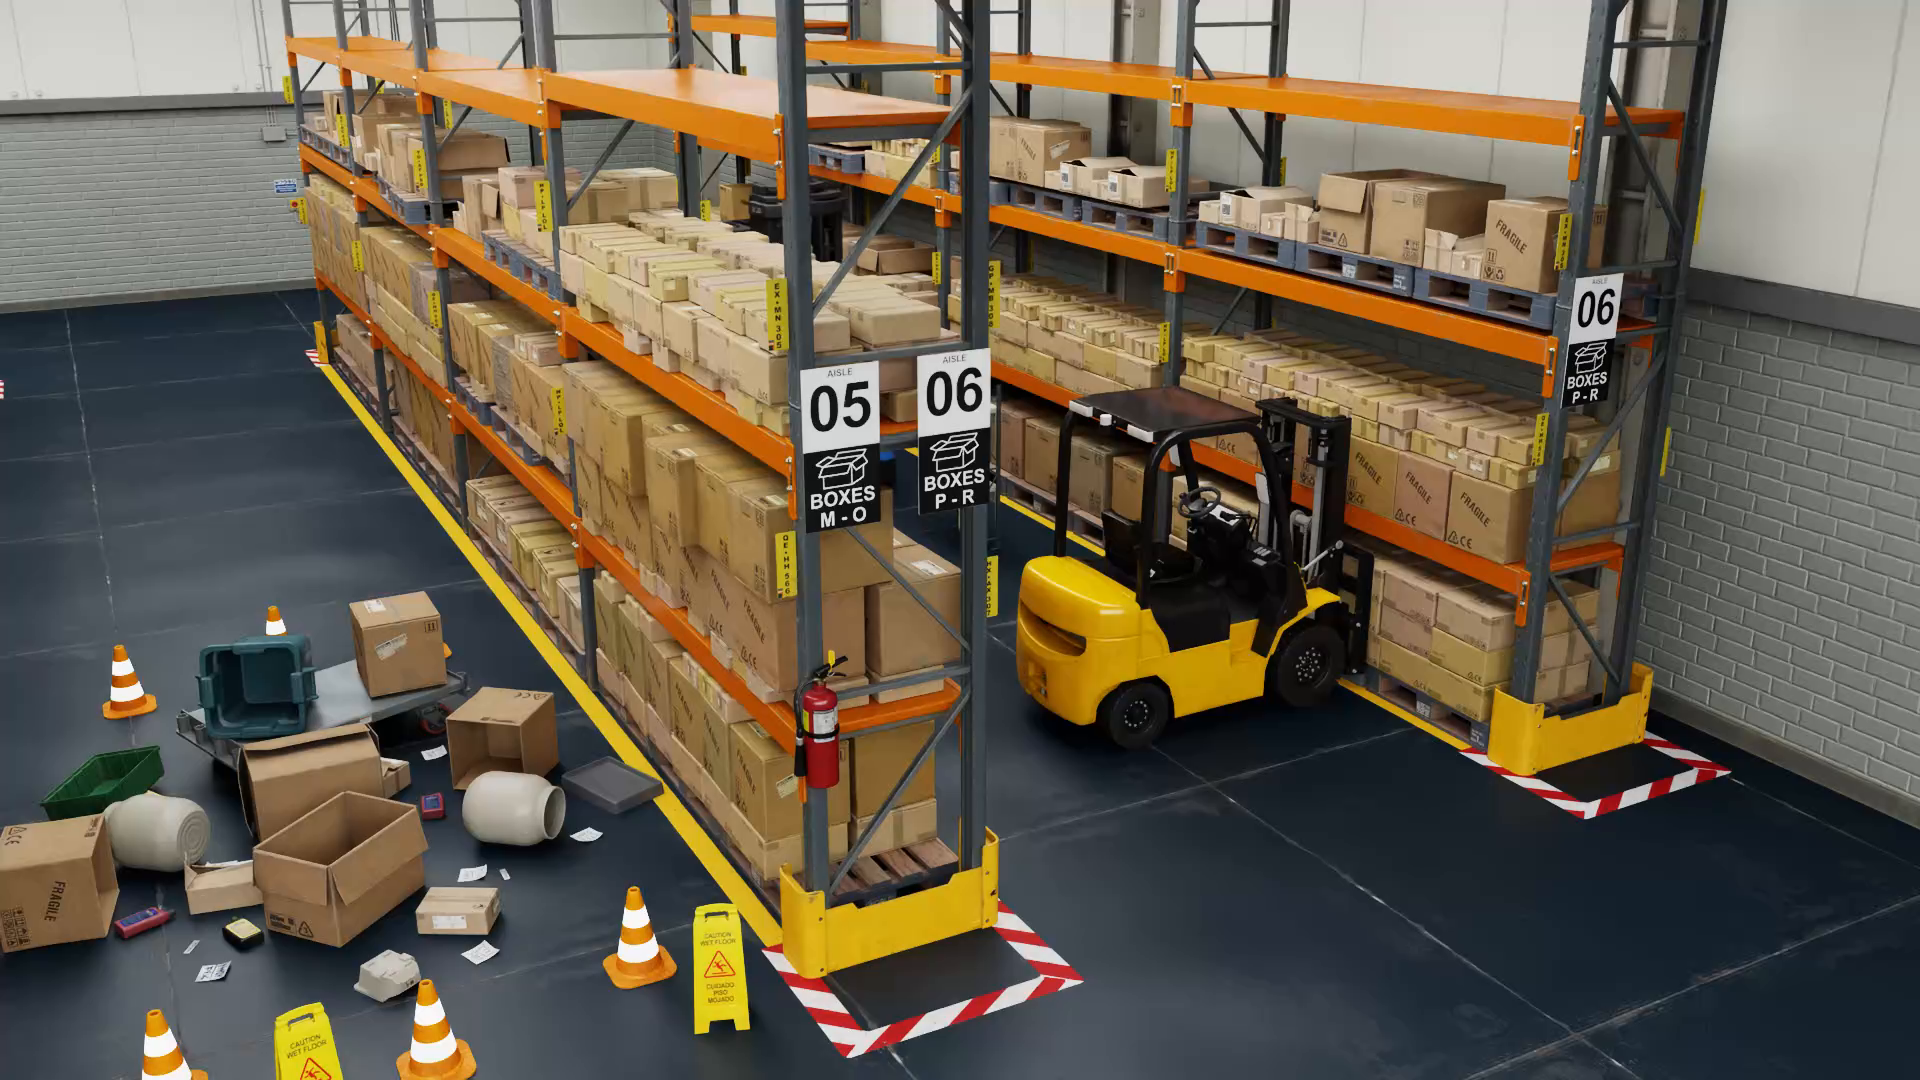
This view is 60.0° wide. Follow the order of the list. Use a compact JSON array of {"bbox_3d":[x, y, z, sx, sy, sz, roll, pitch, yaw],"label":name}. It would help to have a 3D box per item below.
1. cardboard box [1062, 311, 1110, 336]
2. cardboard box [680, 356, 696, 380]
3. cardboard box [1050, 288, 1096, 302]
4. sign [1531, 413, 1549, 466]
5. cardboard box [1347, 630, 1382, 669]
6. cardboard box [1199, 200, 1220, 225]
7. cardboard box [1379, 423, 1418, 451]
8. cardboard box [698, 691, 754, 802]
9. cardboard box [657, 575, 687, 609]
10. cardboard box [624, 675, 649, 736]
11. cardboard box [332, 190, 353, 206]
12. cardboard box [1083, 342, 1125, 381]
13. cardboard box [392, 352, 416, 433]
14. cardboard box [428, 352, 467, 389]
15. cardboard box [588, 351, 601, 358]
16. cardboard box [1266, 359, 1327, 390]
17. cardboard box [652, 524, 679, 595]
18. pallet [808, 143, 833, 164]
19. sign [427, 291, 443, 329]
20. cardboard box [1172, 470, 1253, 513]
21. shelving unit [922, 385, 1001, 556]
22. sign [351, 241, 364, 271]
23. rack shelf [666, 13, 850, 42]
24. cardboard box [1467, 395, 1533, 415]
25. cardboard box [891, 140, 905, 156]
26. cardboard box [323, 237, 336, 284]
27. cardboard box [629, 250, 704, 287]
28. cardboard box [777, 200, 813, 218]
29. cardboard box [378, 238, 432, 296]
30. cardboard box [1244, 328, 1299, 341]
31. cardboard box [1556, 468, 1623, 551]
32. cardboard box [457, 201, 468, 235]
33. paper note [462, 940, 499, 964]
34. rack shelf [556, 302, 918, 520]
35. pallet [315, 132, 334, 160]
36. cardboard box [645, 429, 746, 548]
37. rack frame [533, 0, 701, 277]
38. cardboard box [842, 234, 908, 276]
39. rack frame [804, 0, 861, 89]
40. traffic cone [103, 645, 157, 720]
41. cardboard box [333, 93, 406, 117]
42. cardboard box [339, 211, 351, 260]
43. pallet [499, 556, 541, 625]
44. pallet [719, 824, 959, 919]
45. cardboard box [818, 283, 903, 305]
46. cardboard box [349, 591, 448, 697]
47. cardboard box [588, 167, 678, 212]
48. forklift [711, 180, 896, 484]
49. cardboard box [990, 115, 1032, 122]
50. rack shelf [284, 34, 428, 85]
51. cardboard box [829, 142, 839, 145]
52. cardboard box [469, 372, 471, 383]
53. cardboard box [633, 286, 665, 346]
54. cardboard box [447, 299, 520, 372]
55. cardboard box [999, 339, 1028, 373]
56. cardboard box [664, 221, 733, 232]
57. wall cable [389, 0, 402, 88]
[{"bbox_3d":[1.147,-1.964,15.075,0.380,0.149,0.250,-10,21,-26],"label":"cardboard box"},{"bbox_3d":[-1.328,-0.996,9.205,0.380,0.149,0.250,-11,22,-28],"label":"cardboard box"},{"bbox_3d":[1.096,-2.336,16.154,0.380,0.149,0.250,-10,21,-27],"label":"cardboard box"},{"bbox_3d":[3.553,-0.615,10.176,0.100,0.325,0.005,-10,21,-27],"label":"sign"},{"bbox_3d":[3.079,0.691,12.103,0.500,0.250,0.500,-10,21,-26],"label":"cardboard box"},{"bbox_3d":[2.084,-2.553,12.920,0.380,0.149,0.250,-9,21,-26],"label":"cardboard box"},{"bbox_3d":[3.133,-0.740,11.531,0.380,0.149,0.250,-11,22,-28],"label":"cardboard box"},{"bbox_3d":[-1.190,1.142,9.644,0.500,0.500,0.500,-9,21,-25],"label":"cardboard box"},{"bbox_3d":[-1.618,0.282,10.101,0.380,0.149,0.250,-10,21,-27],"label":"cardboard box"},{"bbox_3d":[-1.923,1.050,11.061,0.500,0.250,0.500,-9,21,-24],"label":"cardboard box"},{"bbox_3d":[-7.135,-4.021,19.505,0.380,0.149,0.250,-10,21,-27],"label":"cardboard box"},{"bbox_3d":[1.429,-1.597,14.625,0.500,0.250,0.500,-11,22,-28],"label":"cardboard box"},{"bbox_3d":[-5.663,-1.739,18.186,0.875,0.875,0.875,-9,21,-25],"label":"cardboard box"},{"bbox_3d":[-4.597,-1.596,15.388,0.500,0.250,0.500,-11,22,-29],"label":"cardboard box"},{"bbox_3d":[-2.660,-1.267,12.951,0.500,0.500,0.500,-10,21,-27],"label":"cardboard box"},{"bbox_3d":[2.540,-1.248,12.545,0.380,0.149,0.250,-10,22,-28],"label":"cardboard box"},{"bbox_3d":[-1.522,-0.004,9.934,0.500,0.500,0.500,-10,21,-26],"label":"cardboard box"},{"bbox_3d":[-1.413,-4.611,19.586,1.213,0.211,1.003,-10,21,-27],"label":"pallet"},{"bbox_3d":[-4.615,-2.022,14.619,0.100,0.325,0.005,-10,21,-27],"label":"sign"},{"bbox_3d":[2.091,-0.368,13.637,0.500,0.250,0.500,-10,22,-27],"label":"cardboard box"},{"bbox_3d":[0.003,-0.707,14.881,0.431,1.500,0.755,-10,21,-27],"label":"shelving unit"},{"bbox_3d":[-6.515,-3.071,17.983,0.100,0.325,0.005,-10,21,-27],"label":"sign"},{"bbox_3d":[-2.611,-6.549,21.422,1.077,0.370,4.000,-10,21,-27],"label":"rack shelf"},{"bbox_3d":[3.729,-0.887,11.499,0.380,0.149,0.250,-10,21,-26],"label":"cardboard box"},{"bbox_3d":[-0.506,-4.153,17.590,0.380,0.149,0.250,-10,21,-27],"label":"cardboard box"},{"bbox_3d":[-7.461,-3.434,20.331,0.500,0.500,0.500,-10,21,-27],"label":"cardboard box"},{"bbox_3d":[-1.700,-1.584,9.686,0.380,0.149,0.250,-10,22,-27],"label":"cardboard box"},{"bbox_3d":[-2.134,-4.373,21.831,0.500,0.500,0.500,-11,22,-28],"label":"cardboard box"},{"bbox_3d":[-5.570,-2.773,16.884,0.500,0.500,0.500,-11,22,-28],"label":"cardboard box"},{"bbox_3d":[2.555,-1.633,13.663,0.380,0.149,0.250,-10,21,-27],"label":"cardboard box"},{"bbox_3d":[4.047,-0.268,11.156,0.500,0.500,0.500,-9,21,-25],"label":"cardboard box"},{"bbox_3d":[-4.007,-2.726,14.042,0.396,0.266,0.258,-10,21,-27],"label":"cardboard box"},{"bbox_3d":[-2.530,2.175,8.781,0.142,0.019,0.148,16,25,39],"label":"paper note"},{"bbox_3d":[-1.279,-0.918,9.696,1.077,0.370,4.000,-10,21,-27],"label":"rack shelf"},{"bbox_3d":[-6.982,-4.673,19.612,1.003,0.211,1.213,-10,21,-27],"label":"pallet"},{"bbox_3d":[-1.330,-0.316,9.306,0.700,0.500,0.500,-10,22,-27],"label":"cardboard box"},{"bbox_3d":[-2.229,-3.250,10.753,1.000,3.000,0.127,-10,21,-27],"label":"rack frame"},{"bbox_3d":[-1.010,-3.179,18.947,0.700,0.500,0.500,-10,21,-27],"label":"cardboard box"},{"bbox_3d":[-1.661,-6.316,19.640,1.000,3.000,0.127,-10,21,-27],"label":"rack frame"},{"bbox_3d":[-5.845,0.962,11.633,0.336,0.463,0.334,-10,21,-27],"label":"traffic cone"},{"bbox_3d":[-6.696,-4.805,18.904,0.797,0.503,0.637,-8,21,-22],"label":"cardboard box"},{"bbox_3d":[-6.728,-3.470,18.902,0.500,0.500,0.500,-10,22,-27],"label":"cardboard box"},{"bbox_3d":[-3.183,0.330,13.850,1.003,0.211,1.213,-10,21,-27],"label":"pallet"},{"bbox_3d":[-0.720,1.792,9.614,1.003,0.211,1.213,-10,21,-27],"label":"pallet"},{"bbox_3d":[-0.517,-1.226,8.651,0.380,0.149,0.250,-10,21,-27],"label":"cardboard box"},{"bbox_3d":[-3.781,0.694,11.192,0.500,0.500,0.500,-10,21,-27],"label":"cardboard box"},{"bbox_3d":[-2.399,-2.567,12.193,0.500,0.250,0.500,-10,22,-28],"label":"cardboard box"},{"bbox_3d":[-1.905,-2.209,17.039,1.130,2.935,3.031,-13,23,-33],"label":"forklift"},{"bbox_3d":[0.368,-3.797,15.988,0.500,0.500,0.500,-10,21,-26],"label":"cardboard box"},{"bbox_3d":[-6.977,-5.591,19.255,1.077,0.370,4.000,-10,21,-27],"label":"rack shelf"},{"bbox_3d":[-1.269,-4.511,18.595,0.380,0.149,0.250,-9,21,-25],"label":"cardboard box"},{"bbox_3d":[-4.033,-1.433,14.428,0.380,0.149,0.250,-11,22,-30],"label":"cardboard box"},{"bbox_3d":[-1.540,-1.296,9.463,0.500,0.250,0.500,-10,21,-26],"label":"cardboard box"},{"bbox_3d":[-4.118,-1.783,14.448,0.500,0.500,0.500,-11,22,-28],"label":"cardboard box"},{"bbox_3d":[0.719,-1.804,15.991,0.500,0.250,0.500,-11,22,-28],"label":"cardboard box"},{"bbox_3d":[-1.695,-1.970,10.806,0.380,0.149,0.250,-11,22,-28],"label":"cardboard box"},{"bbox_3d":[-7.743,-8.838,26.891,2.988,3.039,0.133,-10,21,-27],"label":"wall cable"}]
